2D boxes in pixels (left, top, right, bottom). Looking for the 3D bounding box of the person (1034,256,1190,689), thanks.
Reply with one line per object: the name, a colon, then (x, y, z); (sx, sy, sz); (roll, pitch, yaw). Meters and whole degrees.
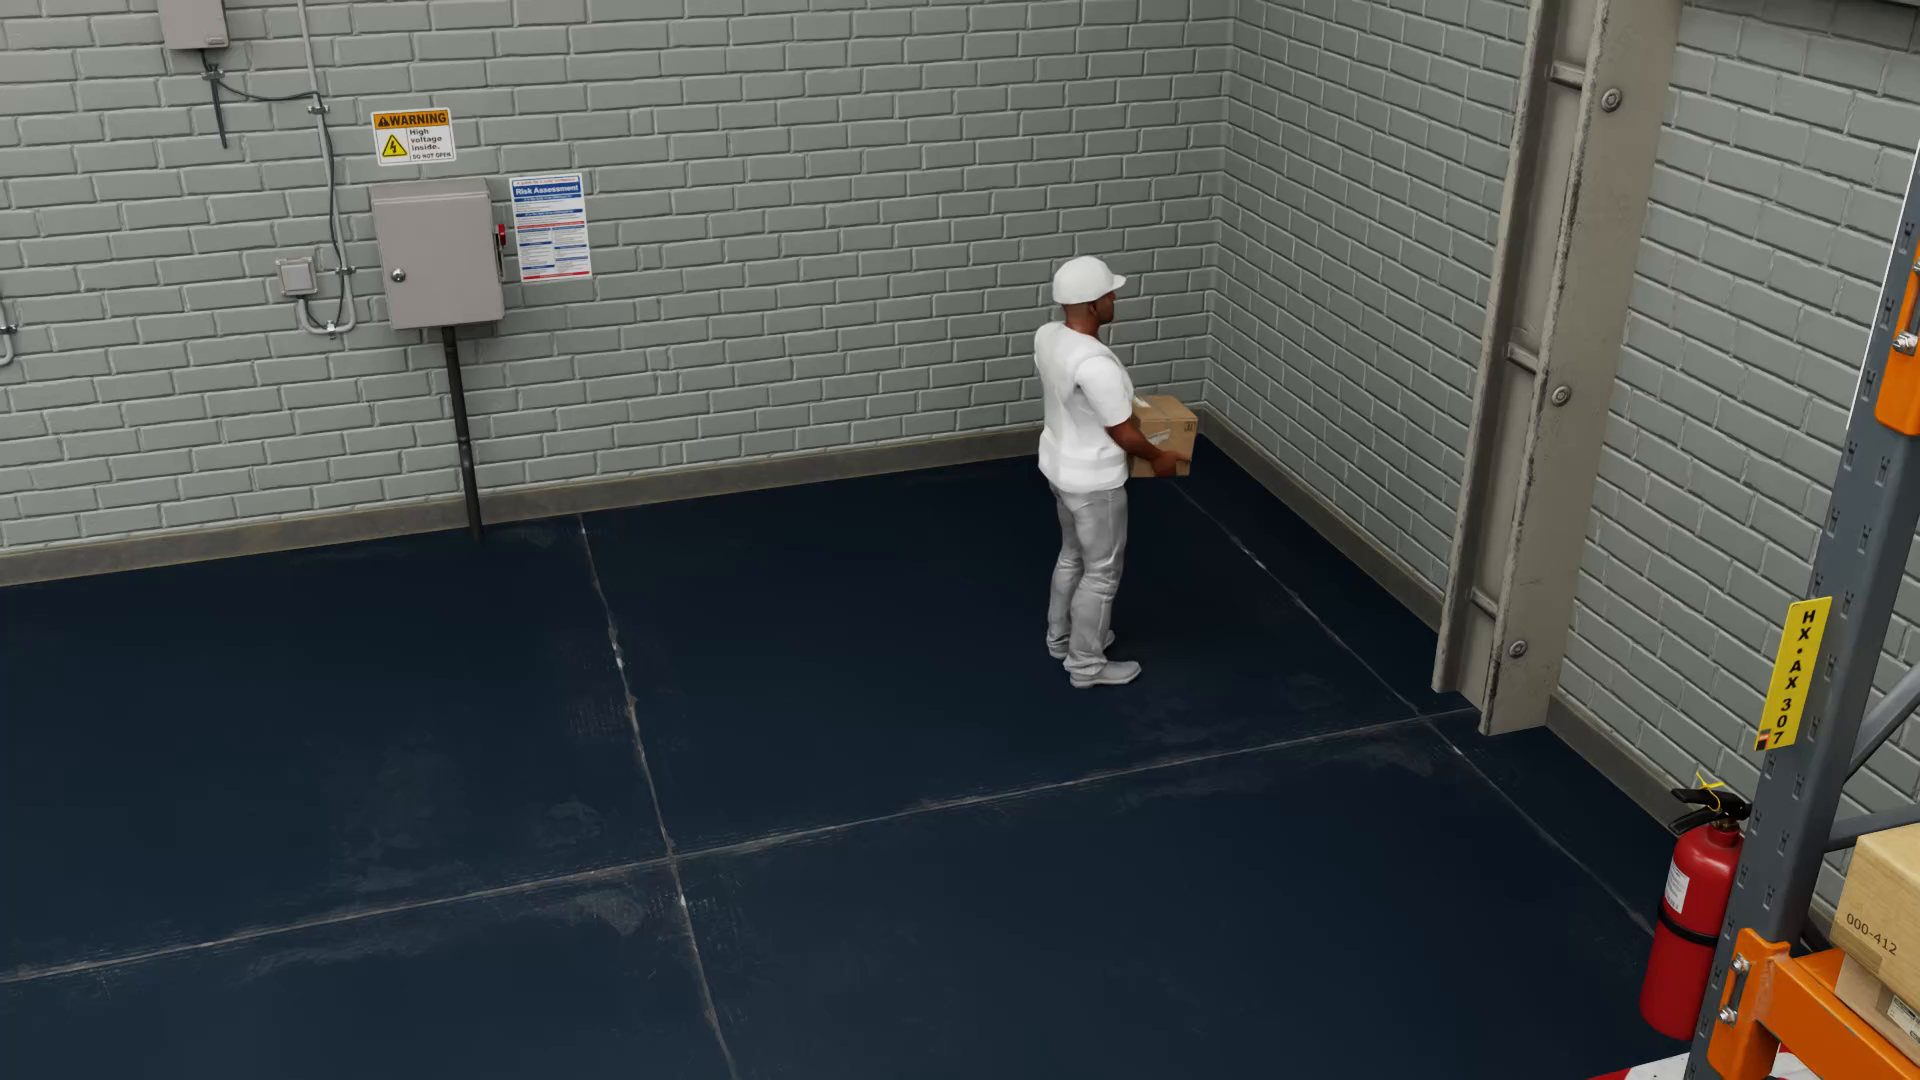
person: (0.595, -0.279, 6.653); (0.567, 1.769, 0.528); (-8, 27, -16)
